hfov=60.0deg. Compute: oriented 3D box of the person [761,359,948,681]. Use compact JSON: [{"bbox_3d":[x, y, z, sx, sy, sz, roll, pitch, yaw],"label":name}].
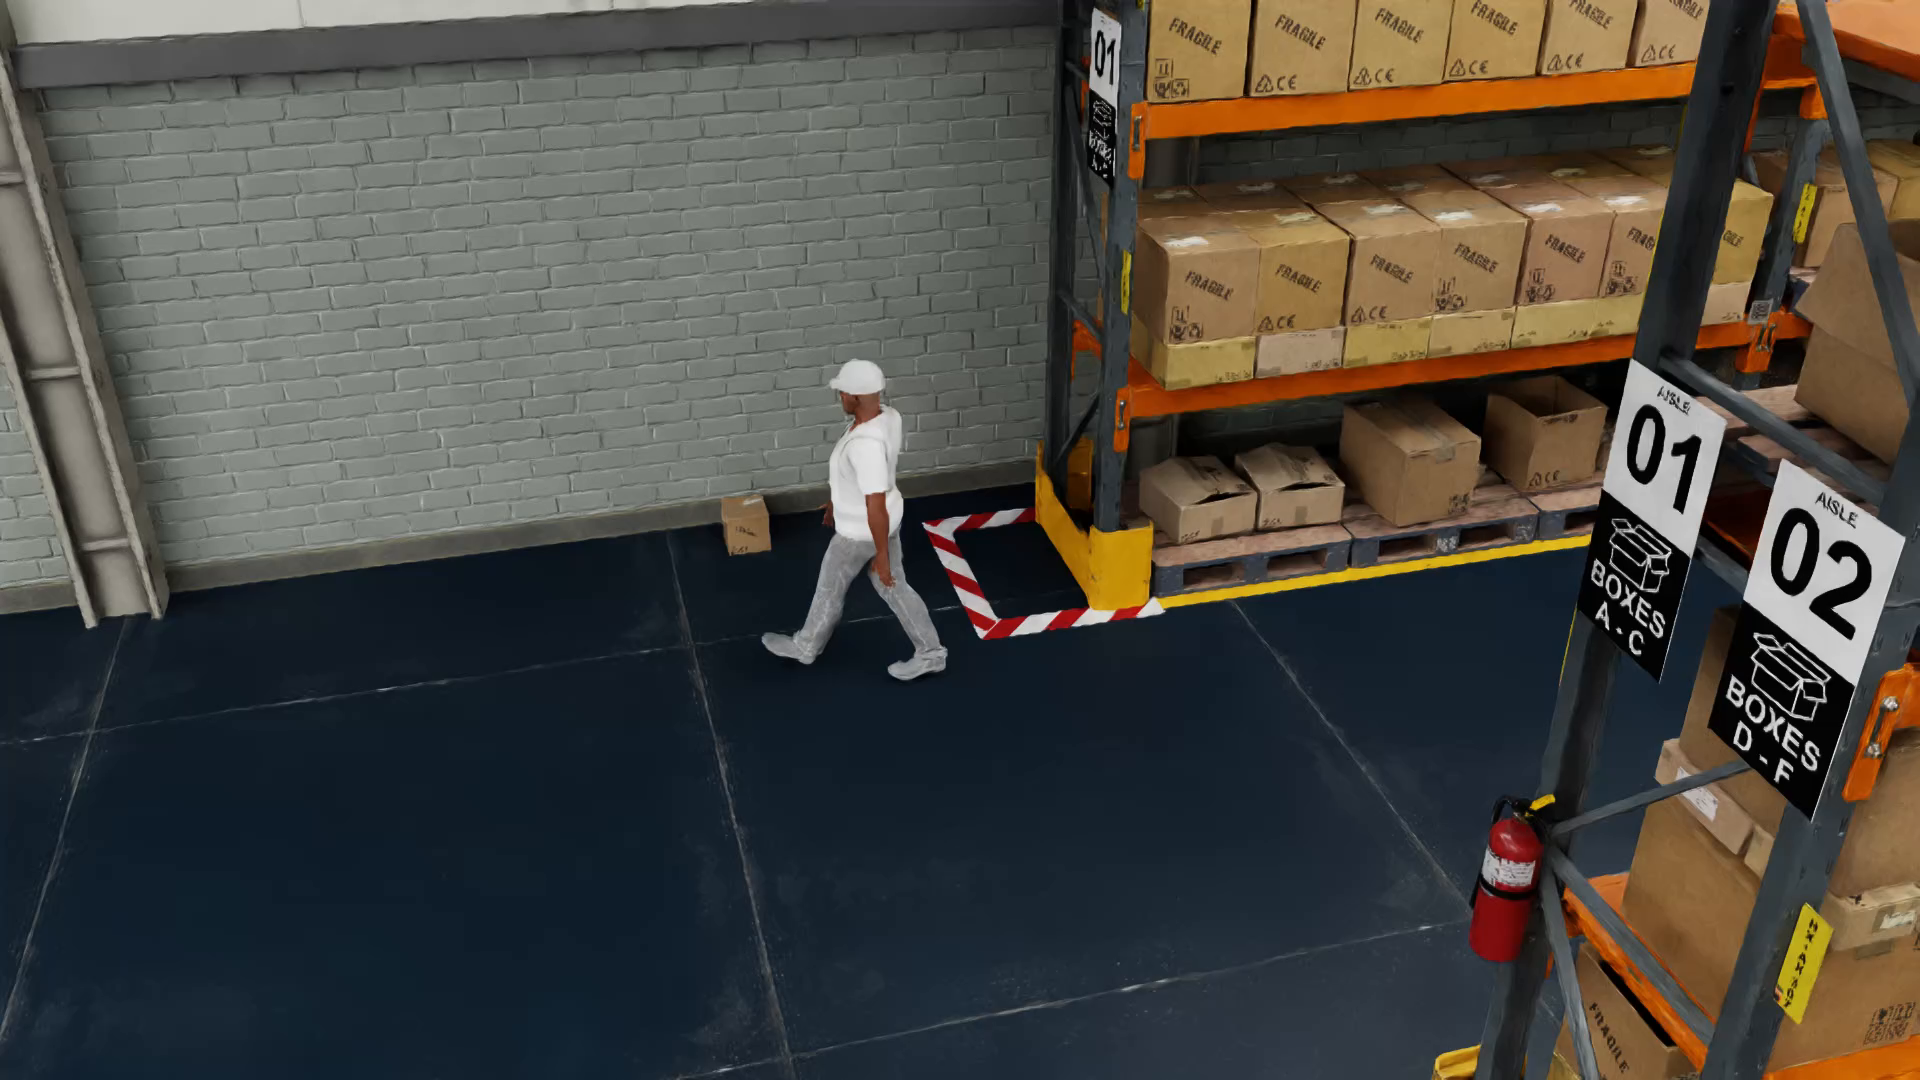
[{"bbox_3d":[-0.547,-0.099,8.385,0.994,1.715,0.653,7,31,12],"label":"person"}]
